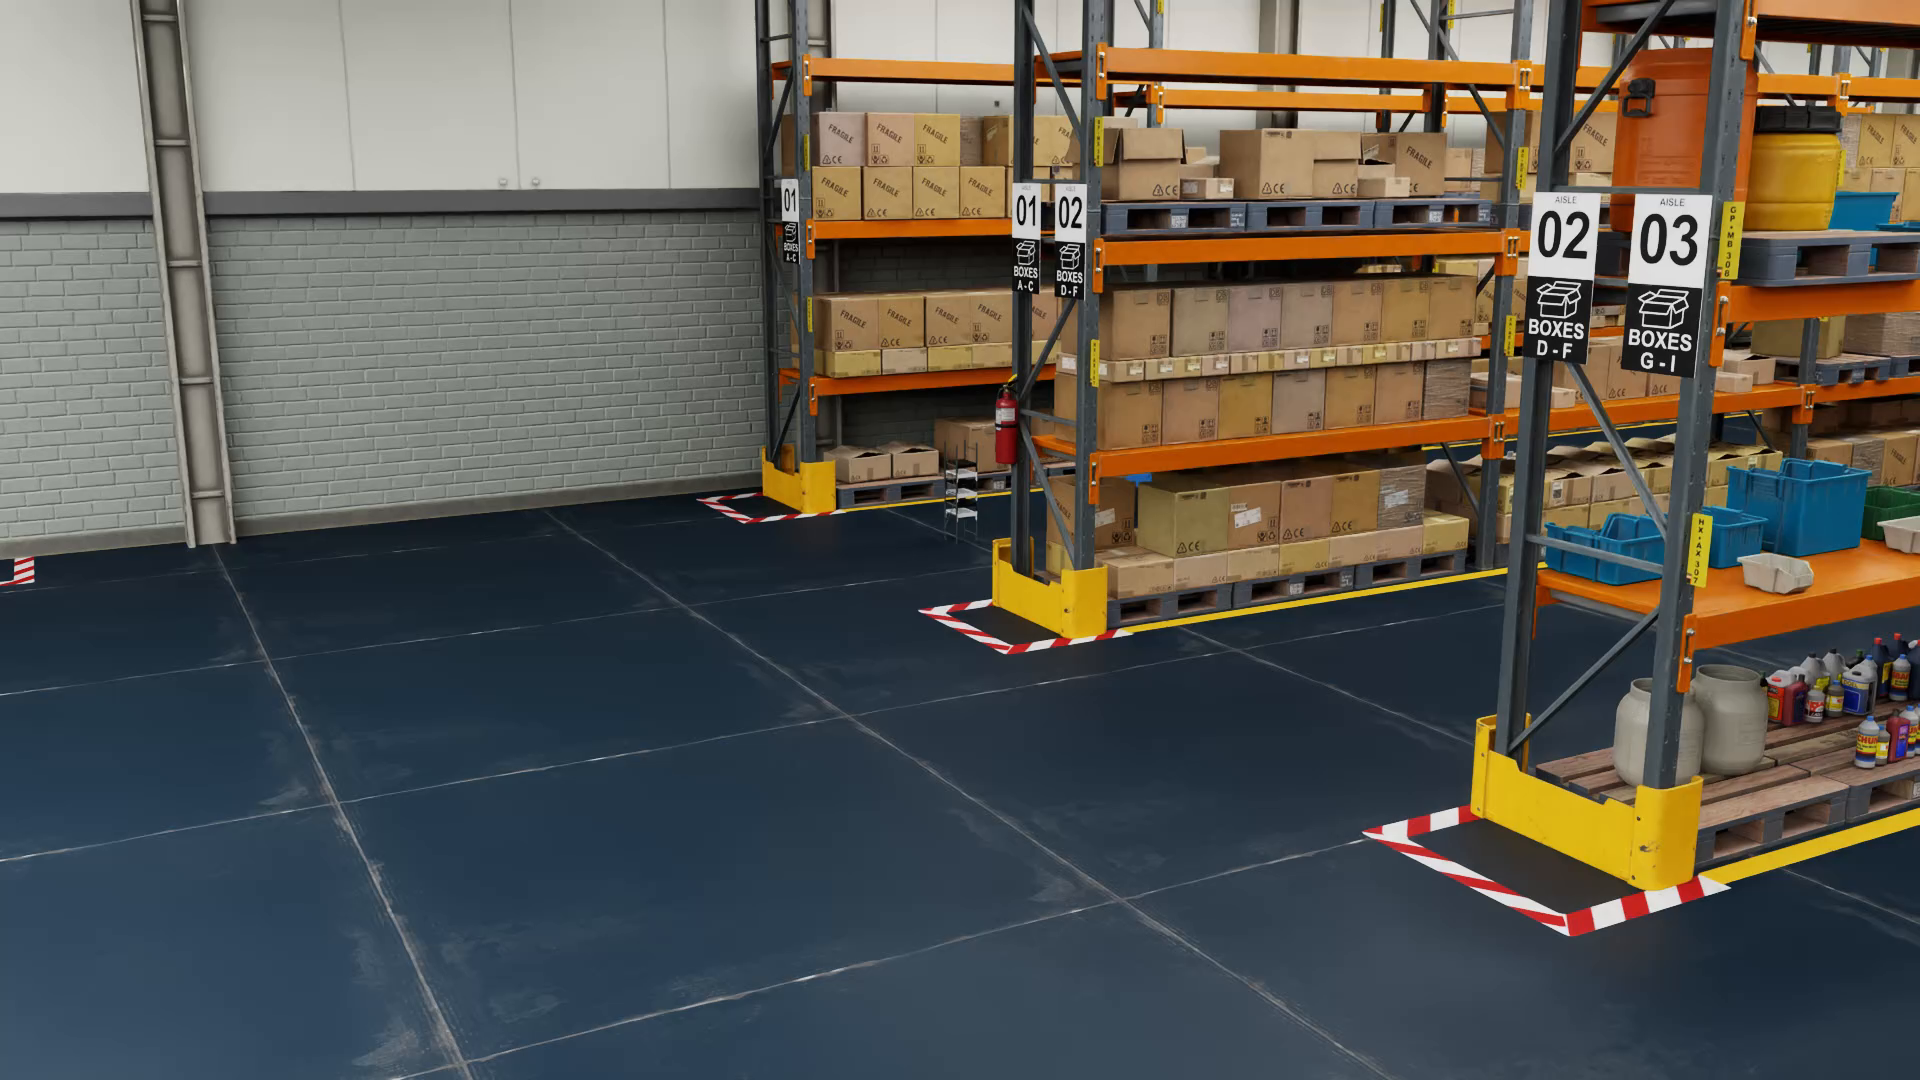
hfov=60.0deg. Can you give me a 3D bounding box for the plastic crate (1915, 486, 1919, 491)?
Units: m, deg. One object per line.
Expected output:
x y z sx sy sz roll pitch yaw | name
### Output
6.041 -0.286 9.689 0.504 0.338 0.767 -7 14 -28 | plastic crate

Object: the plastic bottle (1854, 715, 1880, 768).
4.791 1.060 8.780 0.097 0.271 0.097 0 13 0 | plastic bottle

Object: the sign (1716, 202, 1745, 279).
3.310 -1.287 7.144 0.005 0.325 0.100 -7 14 -28 | sign

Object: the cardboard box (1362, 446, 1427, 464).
3.634 -0.542 14.286 0.500 0.500 0.500 -7 14 -28 | cardboard box

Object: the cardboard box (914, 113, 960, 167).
-0.333 -3.938 16.391 0.500 0.500 0.500 -6 14 -26 | cardboard box

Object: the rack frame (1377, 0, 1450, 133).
5.325 -5.603 19.512 0.127 3.000 1.000 -7 14 -28 | rack frame

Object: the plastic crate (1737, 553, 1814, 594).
3.990 0.171 8.119 0.250 0.136 0.298 -7 14 -28 | plastic crate

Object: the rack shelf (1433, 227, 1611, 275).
5.947 -2.624 14.745 4.000 0.370 1.077 -7 14 -28 | rack shelf

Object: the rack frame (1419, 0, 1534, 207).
4.191 -4.228 13.402 0.127 3.000 1.000 -7 14 -28 | rack frame

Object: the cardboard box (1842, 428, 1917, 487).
9.138 -0.818 16.605 0.500 0.500 0.500 -7 14 -29 | cardboard box

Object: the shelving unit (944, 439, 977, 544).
0.007 -0.440 15.014 0.210 0.900 0.258 -7 14 -28 | shelving unit

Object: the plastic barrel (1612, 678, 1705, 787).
3.592 0.999 8.548 0.421 0.512 0.421 0 13 0 | plastic barrel

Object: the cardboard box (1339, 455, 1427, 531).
3.445 -0.390 13.607 0.500 0.500 0.500 -7 14 -28 | cardboard box

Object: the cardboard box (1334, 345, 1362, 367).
2.940 -1.464 13.076 0.250 0.149 0.380 -6 14 -26 | cardboard box

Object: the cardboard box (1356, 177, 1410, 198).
3.264 -2.736 12.900 0.250 0.149 0.380 -7 14 -28 | cardboard box

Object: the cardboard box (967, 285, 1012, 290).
0.406 -2.444 17.725 0.500 0.500 0.500 -6 14 -26 | cardboard box

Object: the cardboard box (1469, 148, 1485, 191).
6.163 -4.531 20.351 0.500 0.500 0.700 -8 15 -31 | cardboard box

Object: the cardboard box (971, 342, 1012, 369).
0.228 -1.924 17.124 0.500 0.250 0.500 -7 14 -27 | cardboard box

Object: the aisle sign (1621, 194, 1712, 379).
3.128 -1.130 7.378 0.004 0.787 0.394 -7 14 -28 | aisle sign

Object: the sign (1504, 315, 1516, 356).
4.459 -1.656 13.483 0.005 0.325 0.100 -7 14 -28 | sign

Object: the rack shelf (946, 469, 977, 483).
0.007 -0.583 14.982 0.200 0.077 0.258 -7 14 -28 | rack shelf

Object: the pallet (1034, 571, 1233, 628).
1.332 0.391 12.891 1.213 0.211 1.003 -7 14 -28 | pallet

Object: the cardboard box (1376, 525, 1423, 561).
3.445 -0.023 13.687 0.500 0.250 0.500 -7 14 -28 | cardboard box

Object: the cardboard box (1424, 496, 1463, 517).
4.416 -0.265 14.759 0.500 0.250 0.500 -7 14 -28 | cardboard box

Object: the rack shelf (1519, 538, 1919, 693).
4.806 0.215 8.962 4.000 0.370 1.077 -7 14 -28 | rack shelf

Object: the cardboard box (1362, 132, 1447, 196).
3.623 -3.085 13.649 0.500 0.500 0.500 -6 14 -23 | cardboard box

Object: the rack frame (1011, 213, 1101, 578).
0.680 -0.881 12.191 0.127 3.000 1.000 -7 14 -28 | rack frame

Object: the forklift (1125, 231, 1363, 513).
3.151 -1.723 16.089 3.031 2.935 1.130 -6 14 -24 | forklift

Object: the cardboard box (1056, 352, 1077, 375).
0.924 -1.323 12.451 0.250 0.149 0.380 -7 15 -29 | cardboard box

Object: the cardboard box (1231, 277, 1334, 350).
2.483 -1.777 12.991 0.500 0.500 0.700 -7 14 -28 | cardboard box

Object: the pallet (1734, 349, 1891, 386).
8.264 -1.714 16.329 1.003 0.211 1.213 -7 14 -28 | pallet

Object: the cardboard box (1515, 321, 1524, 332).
6.841 -2.695 20.777 0.250 0.149 0.380 -7 14 -27 | cardboard box

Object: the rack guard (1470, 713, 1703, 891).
3.095 1.277 8.298 0.348 0.500 1.175 -7 14 -28 | rack guard

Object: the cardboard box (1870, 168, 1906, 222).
8.517 -3.341 16.062 0.500 0.500 0.910 -7 14 -28 | cardboard box

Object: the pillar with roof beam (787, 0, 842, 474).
0.566 -4.173 13.154 0.400 9.000 9.100 -7 14 -28 | pillar with roof beam

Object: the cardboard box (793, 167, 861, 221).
-1.283 -3.344 16.031 0.500 0.500 0.500 -6 14 -26 | cardboard box

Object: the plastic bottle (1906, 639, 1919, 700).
5.723 0.764 9.915 0.185 0.351 0.144 -7 14 -28 | plastic bottle

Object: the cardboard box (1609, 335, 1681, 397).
6.237 -1.592 15.121 0.500 0.500 0.500 -8 15 -31 | cardboard box

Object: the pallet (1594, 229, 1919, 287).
3.824 -1.365 7.942 1.213 0.211 1.003 -7 14 -28 | pallet

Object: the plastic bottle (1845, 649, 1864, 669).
5.324 0.798 9.916 0.133 0.283 0.061 -6 14 -25 | plastic bottle

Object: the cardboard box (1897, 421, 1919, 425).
9.767 -1.025 17.523 0.500 0.500 0.500 -7 14 -27 | cardboard box

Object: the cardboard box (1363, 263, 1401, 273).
5.037 -3.214 19.853 0.250 0.149 0.380 -9 16 -35 | cardboard box

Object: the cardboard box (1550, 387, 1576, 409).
5.067 -1.233 14.328 0.250 0.149 0.380 -7 14 -28 | cardboard box

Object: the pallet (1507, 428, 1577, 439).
7.123 -1.512 21.347 1.213 0.211 1.003 -7 14 -28 | pallet

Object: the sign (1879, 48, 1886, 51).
12.595 -6.833 22.669 0.005 0.325 0.100 -7 14 -28 | sign

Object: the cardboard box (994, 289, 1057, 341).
0.665 -2.344 17.283 0.500 0.500 0.500 -7 15 -29 | cardboard box

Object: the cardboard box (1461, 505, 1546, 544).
4.664 -0.160 14.293 0.500 0.250 0.500 -7 15 -29 | cardboard box

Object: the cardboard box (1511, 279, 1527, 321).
6.775 -2.987 20.601 0.500 0.500 0.500 -7 14 -28 | cardboard box

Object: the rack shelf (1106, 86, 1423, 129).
3.570 -4.847 18.700 4.000 0.370 1.077 -7 14 -28 | rack shelf

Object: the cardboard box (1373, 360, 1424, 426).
3.345 -1.246 13.585 0.500 0.500 0.700 -7 14 -28 | cardboard box

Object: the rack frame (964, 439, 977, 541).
0.096 -0.451 15.062 0.006 0.900 0.240 -7 14 -28 | rack frame

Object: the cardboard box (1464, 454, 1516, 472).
4.863 -0.592 14.939 0.500 0.311 0.500 -6 14 -26 | cardboard box

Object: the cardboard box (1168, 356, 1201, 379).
1.578 -1.300 12.349 0.250 0.149 0.380 -7 14 -28 | cardboard box

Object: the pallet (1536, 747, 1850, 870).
3.810 1.333 8.705 1.213 0.211 1.003 -7 14 -28 | pallet

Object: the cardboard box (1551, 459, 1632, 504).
5.569 -0.540 14.707 0.500 0.311 0.500 -7 15 -30 | cardboard box

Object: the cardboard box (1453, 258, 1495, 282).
6.319 -3.301 20.286 0.500 0.250 0.500 -7 14 -29 | cardboard box

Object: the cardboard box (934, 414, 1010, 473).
0.122 -1.013 17.470 0.500 0.500 0.700 -8 15 -31 | cardboard box
